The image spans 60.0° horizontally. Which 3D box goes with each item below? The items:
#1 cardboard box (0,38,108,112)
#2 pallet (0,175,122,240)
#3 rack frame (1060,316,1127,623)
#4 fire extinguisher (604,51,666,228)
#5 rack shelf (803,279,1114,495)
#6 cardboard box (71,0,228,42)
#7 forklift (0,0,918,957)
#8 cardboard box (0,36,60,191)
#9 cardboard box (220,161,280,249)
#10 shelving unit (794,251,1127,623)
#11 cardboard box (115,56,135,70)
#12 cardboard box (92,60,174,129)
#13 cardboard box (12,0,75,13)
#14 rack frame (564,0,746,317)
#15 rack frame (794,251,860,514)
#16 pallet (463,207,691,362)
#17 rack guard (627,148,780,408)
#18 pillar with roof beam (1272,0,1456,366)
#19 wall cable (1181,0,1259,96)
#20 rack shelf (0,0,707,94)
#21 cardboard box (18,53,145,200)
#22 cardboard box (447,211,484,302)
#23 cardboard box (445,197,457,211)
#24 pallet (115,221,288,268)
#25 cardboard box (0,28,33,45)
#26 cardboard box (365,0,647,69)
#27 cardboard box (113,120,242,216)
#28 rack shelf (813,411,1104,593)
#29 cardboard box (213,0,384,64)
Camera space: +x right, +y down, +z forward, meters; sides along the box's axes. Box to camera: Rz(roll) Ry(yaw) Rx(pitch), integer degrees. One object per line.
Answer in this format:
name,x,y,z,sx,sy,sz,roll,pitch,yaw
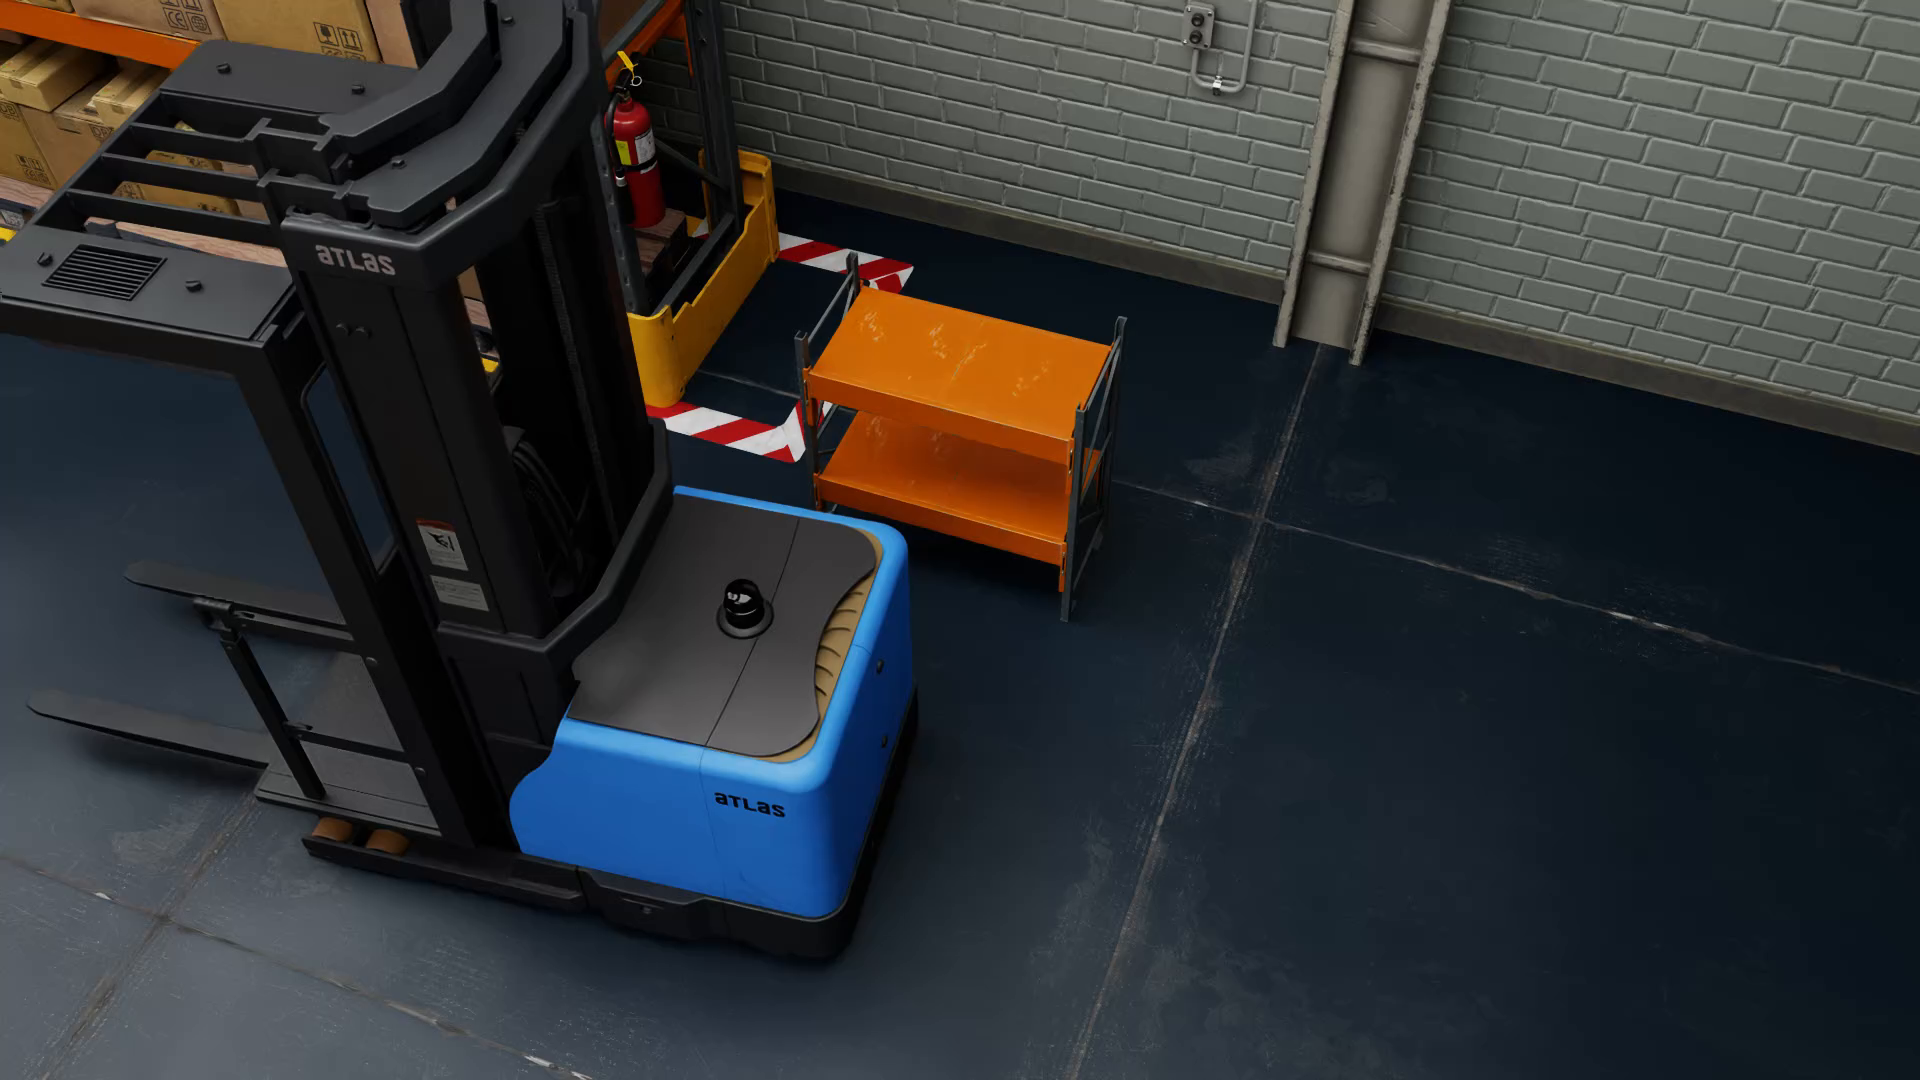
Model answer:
cardboard box,-4.038,-2.089,7.389,0.250,0.149,0.380,17,51,14
pallet,-4.276,-1.877,8.104,1.213,0.211,1.003,16,51,13
rack frame,0.483,-0.234,6.075,0.032,1.125,0.500,16,51,13
fire extinguisher,-1.228,-1.484,6.215,0.183,0.674,0.296,16,51,13
rack shelf,0.006,-0.558,5.969,1.000,0.278,0.538,16,51,13
cardboard box,-3.090,-2.611,6.696,0.700,0.700,0.980,13,50,11
forklift,-1.723,-0.209,4.858,3.031,2.935,1.130,10,50,9
cardboard box,-4.296,-2.096,7.824,0.500,0.500,0.700,16,51,14
cardboard box,-2.843,-1.691,7.474,0.500,0.500,0.700,14,51,12
shelving unit,0.006,-0.367,6.190,1.048,1.125,0.538,16,51,13
cardboard box,-3.621,-2.282,7.556,0.250,0.149,0.380,14,51,12
cardboard box,-3.548,-1.952,7.271,0.250,0.149,0.380,14,51,12
cardboard box,-3.776,-2.795,6.855,0.700,0.700,0.980,14,51,12
rack frame,-1.210,-1.998,6.363,0.127,3.000,1.000,16,51,13
rack frame,-0.471,-0.500,6.305,0.032,1.125,0.500,16,51,13
pallet,-1.987,-1.238,7.550,1.213,0.211,1.003,16,51,13
rack guard,-1.187,-1.173,7.302,0.348,0.500,1.175,16,51,13
pillar with roof beam,0.131,-0.817,1.370,0.400,9.000,9.100,16,51,13
wall cable,0.319,-2.666,6.270,1.851,1.984,0.084,16,51,13
rack shelf,-3.086,-2.286,7.089,4.000,0.370,1.077,16,51,13
cardboard box,-3.826,-1.962,7.708,0.500,0.500,0.700,15,51,13
cardboard box,-1.901,-1.429,7.246,0.500,0.500,0.700,16,51,13
cardboard box,-2.085,-1.546,6.918,0.250,0.149,0.380,15,51,13
pallet,-3.128,-1.559,7.828,1.213,0.211,1.003,16,51,13
cardboard box,-4.363,-2.487,7.734,0.250,0.149,0.380,15,51,13
cardboard box,-1.692,-2.222,6.359,0.700,0.700,0.980,18,51,15
cardboard box,-3.345,-1.826,7.590,0.500,0.500,0.700,17,51,14
rack shelf,0.006,-0.207,6.375,1.000,0.278,0.538,16,51,13
cardboard box,-2.378,-2.405,6.518,0.700,0.700,0.980,15,51,13
